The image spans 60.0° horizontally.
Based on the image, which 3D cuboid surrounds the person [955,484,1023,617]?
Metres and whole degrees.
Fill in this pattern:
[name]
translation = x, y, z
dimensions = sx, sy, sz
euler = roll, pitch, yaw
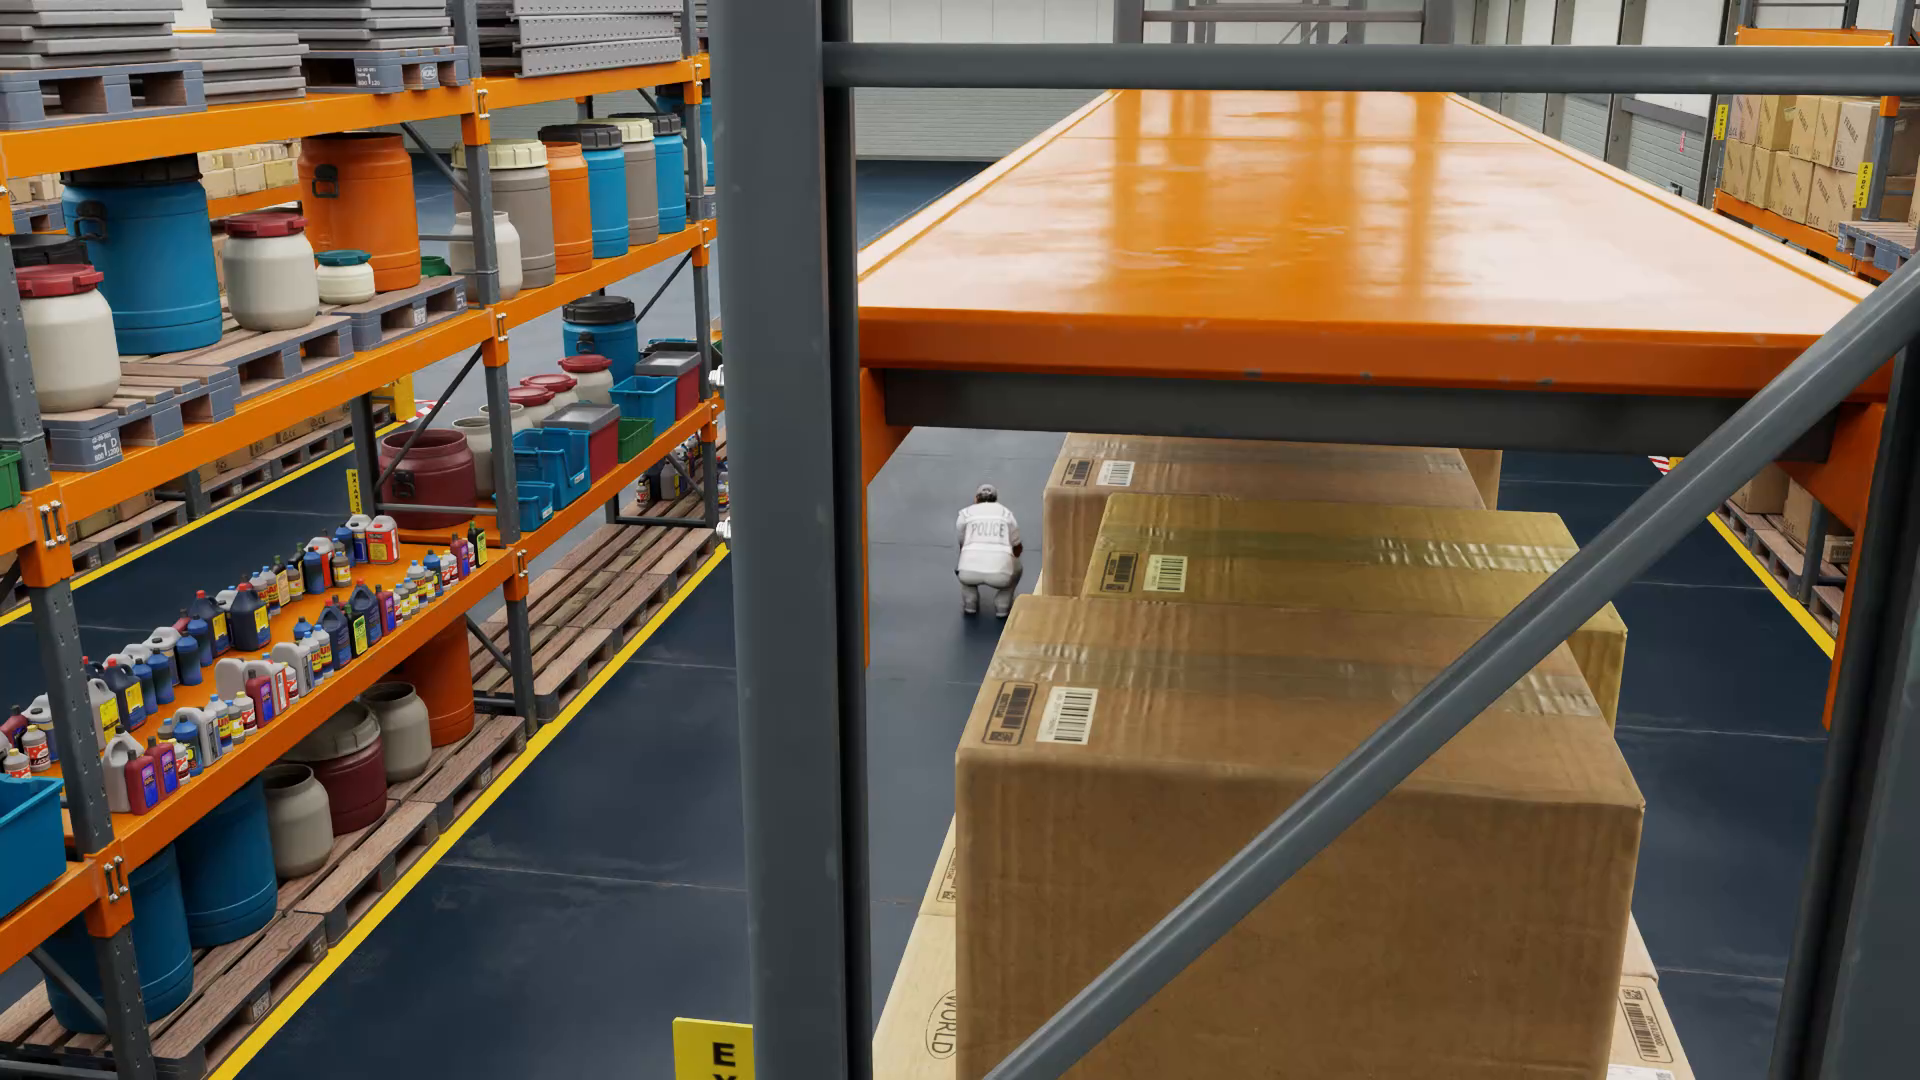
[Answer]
[person]
translation = 0.218, 0.088, 12.986
dimensions = 0.528, 0.934, 0.845
euler = 3, 18, 9
